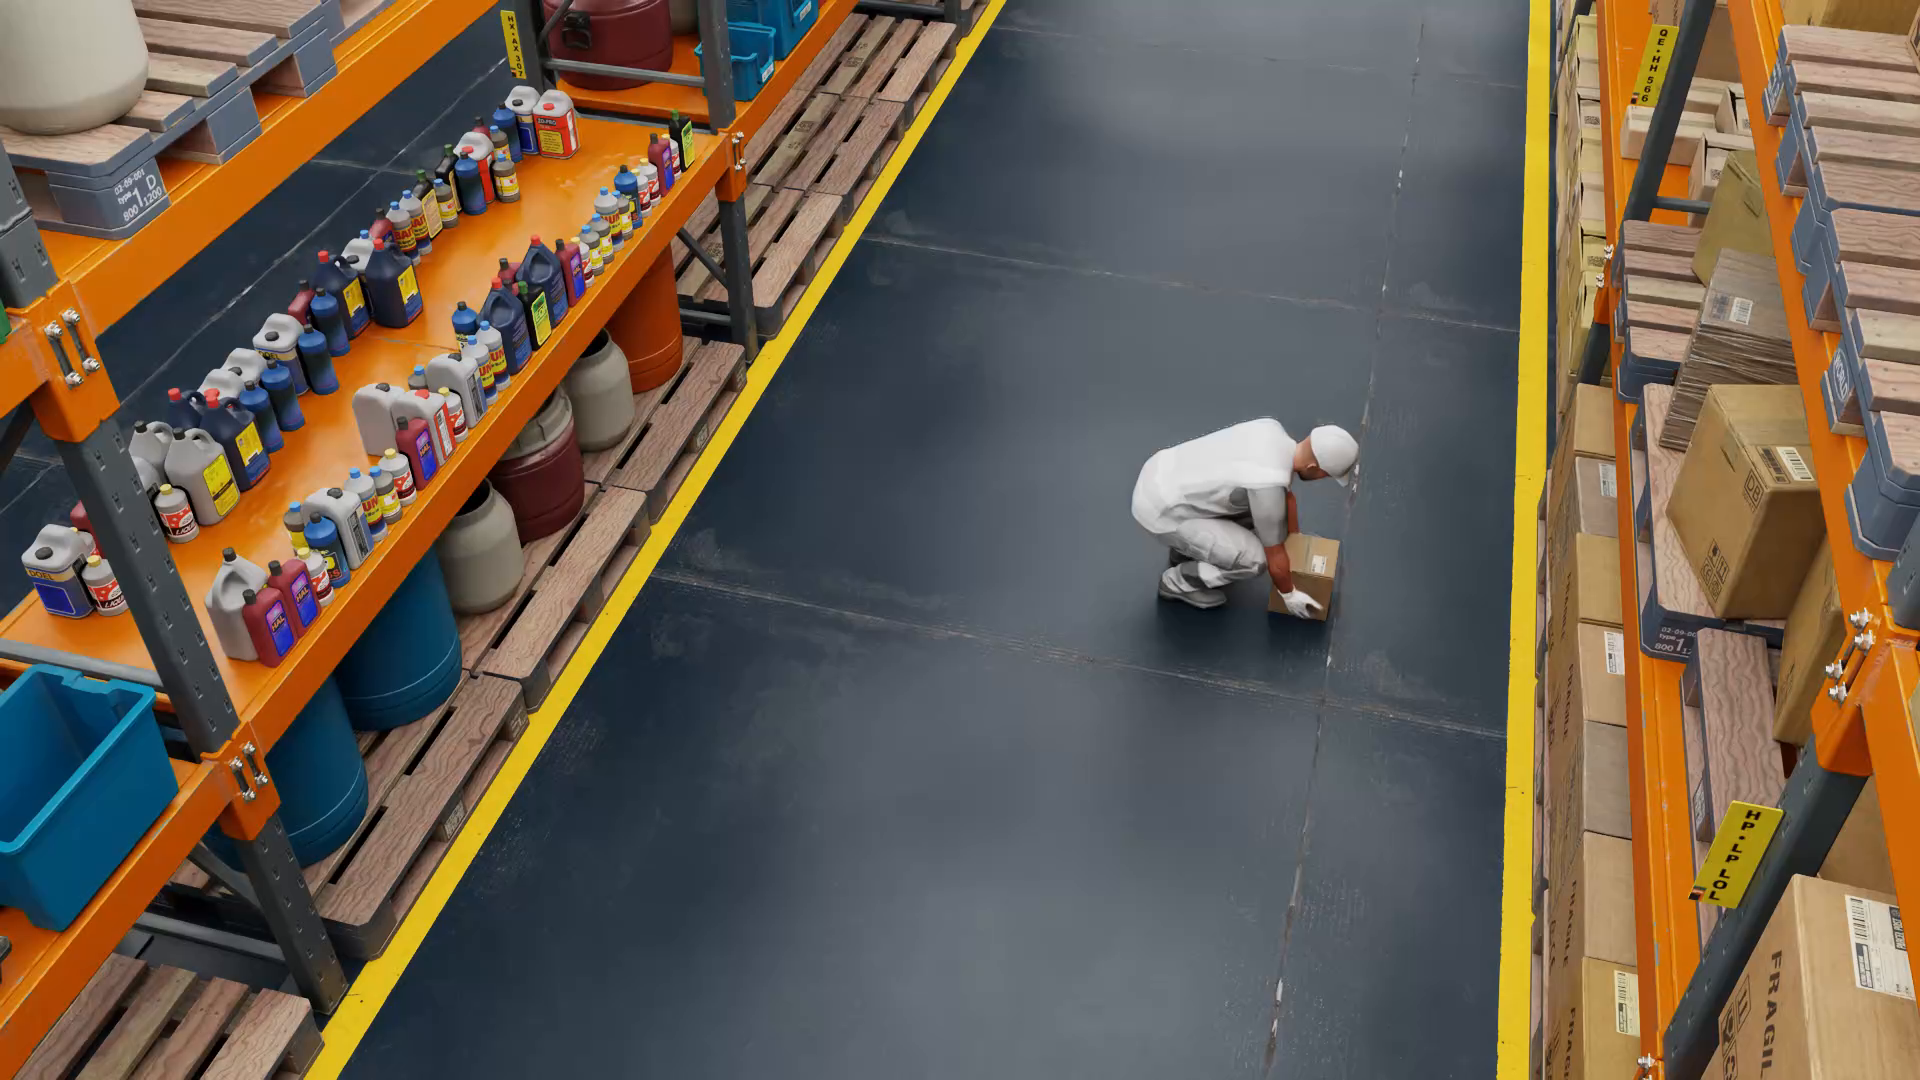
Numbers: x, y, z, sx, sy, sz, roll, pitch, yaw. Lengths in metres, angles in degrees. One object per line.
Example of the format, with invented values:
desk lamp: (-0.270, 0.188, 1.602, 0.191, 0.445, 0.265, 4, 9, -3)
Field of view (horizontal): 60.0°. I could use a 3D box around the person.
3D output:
person: (1.176, -0.142, 7.018, 0.889, 0.879, 0.562, 10, 42, 11)
